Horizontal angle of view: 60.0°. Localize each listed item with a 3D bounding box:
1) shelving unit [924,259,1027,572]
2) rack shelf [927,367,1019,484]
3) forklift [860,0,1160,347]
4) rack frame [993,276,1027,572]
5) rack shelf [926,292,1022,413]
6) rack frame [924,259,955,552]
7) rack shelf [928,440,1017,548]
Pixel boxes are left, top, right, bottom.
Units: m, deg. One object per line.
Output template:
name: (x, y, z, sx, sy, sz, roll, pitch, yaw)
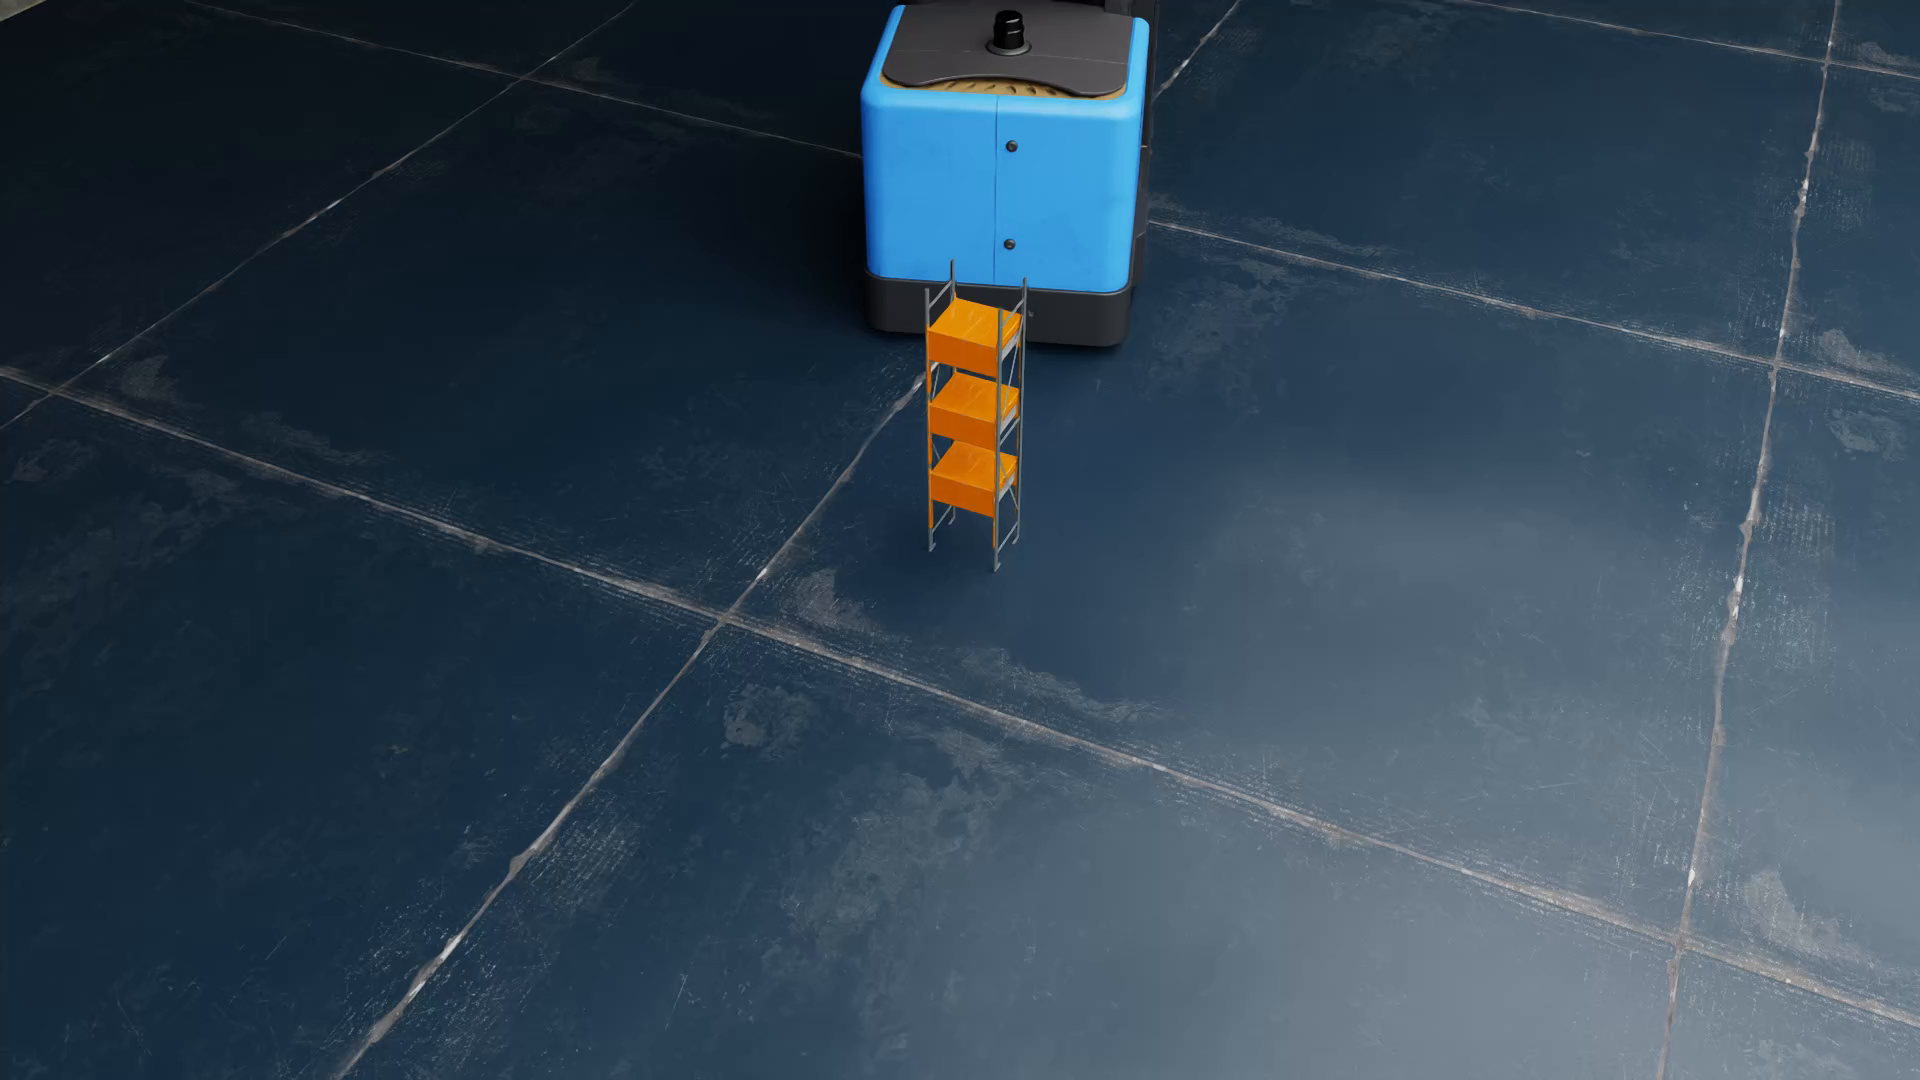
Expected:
shelving unit: (0.048, -0.382, 5.389, 0.252, 1.050, 0.215, 17, 44, 19)
rack shelf: (0.048, -0.374, 5.396, 0.240, 0.259, 0.215, 17, 44, 19)
forklift: (0.322, -2.829, 6.776, 1.130, 2.935, 3.031, 5, 41, 6)
rack frame: (0.159, -0.348, 5.350, 0.008, 1.050, 0.200, 17, 44, 19)
rack shelf: (0.048, -0.588, 5.210, 0.240, 0.259, 0.215, 17, 44, 19)
rack frame: (-0.062, -0.416, 5.428, 0.008, 1.050, 0.200, 17, 44, 19)
rack shelf: (0.048, -0.164, 5.578, 0.240, 0.259, 0.215, 17, 44, 19)
